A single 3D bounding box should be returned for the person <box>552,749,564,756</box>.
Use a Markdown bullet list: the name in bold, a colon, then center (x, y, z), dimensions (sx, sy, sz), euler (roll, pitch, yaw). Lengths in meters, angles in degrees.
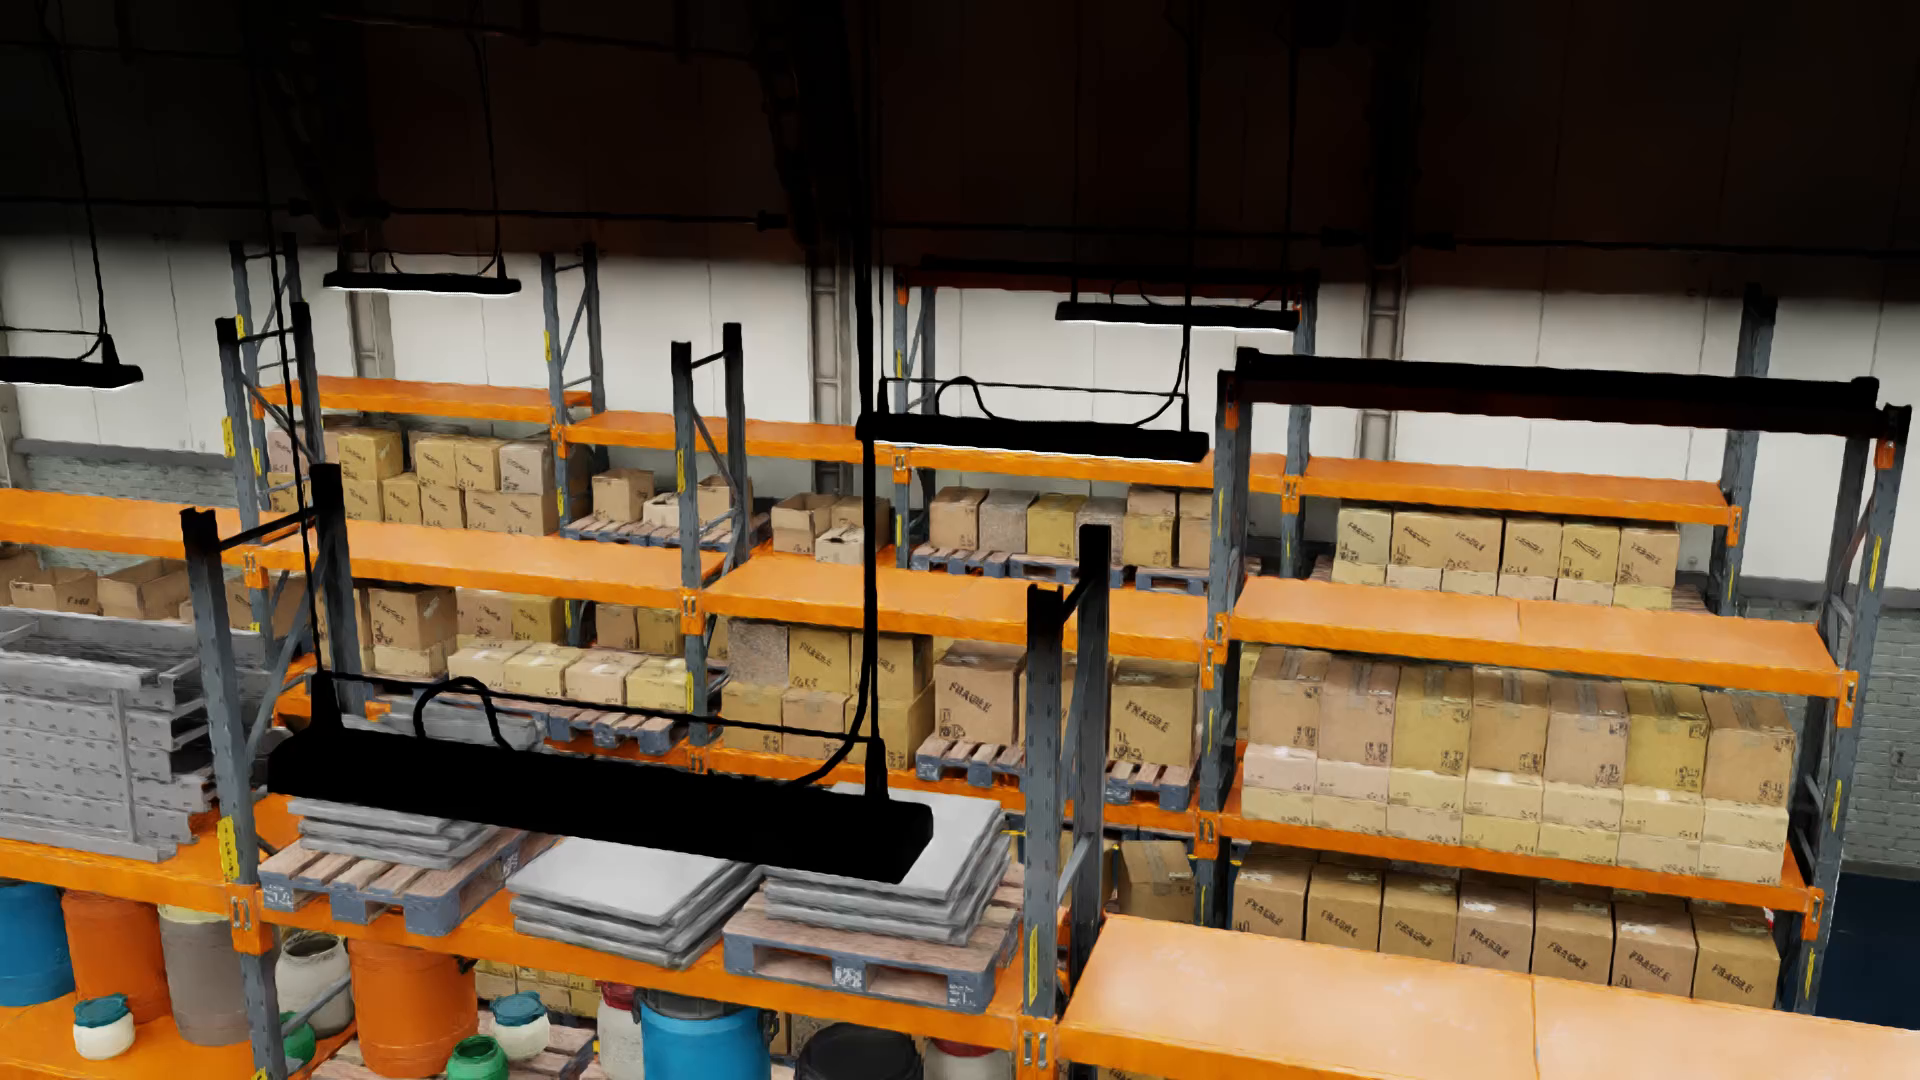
- **person**: center (-3.898, 2.754, 16.205), dimensions (0.468, 1.643, 0.497), euler (-14, 21, -40)
